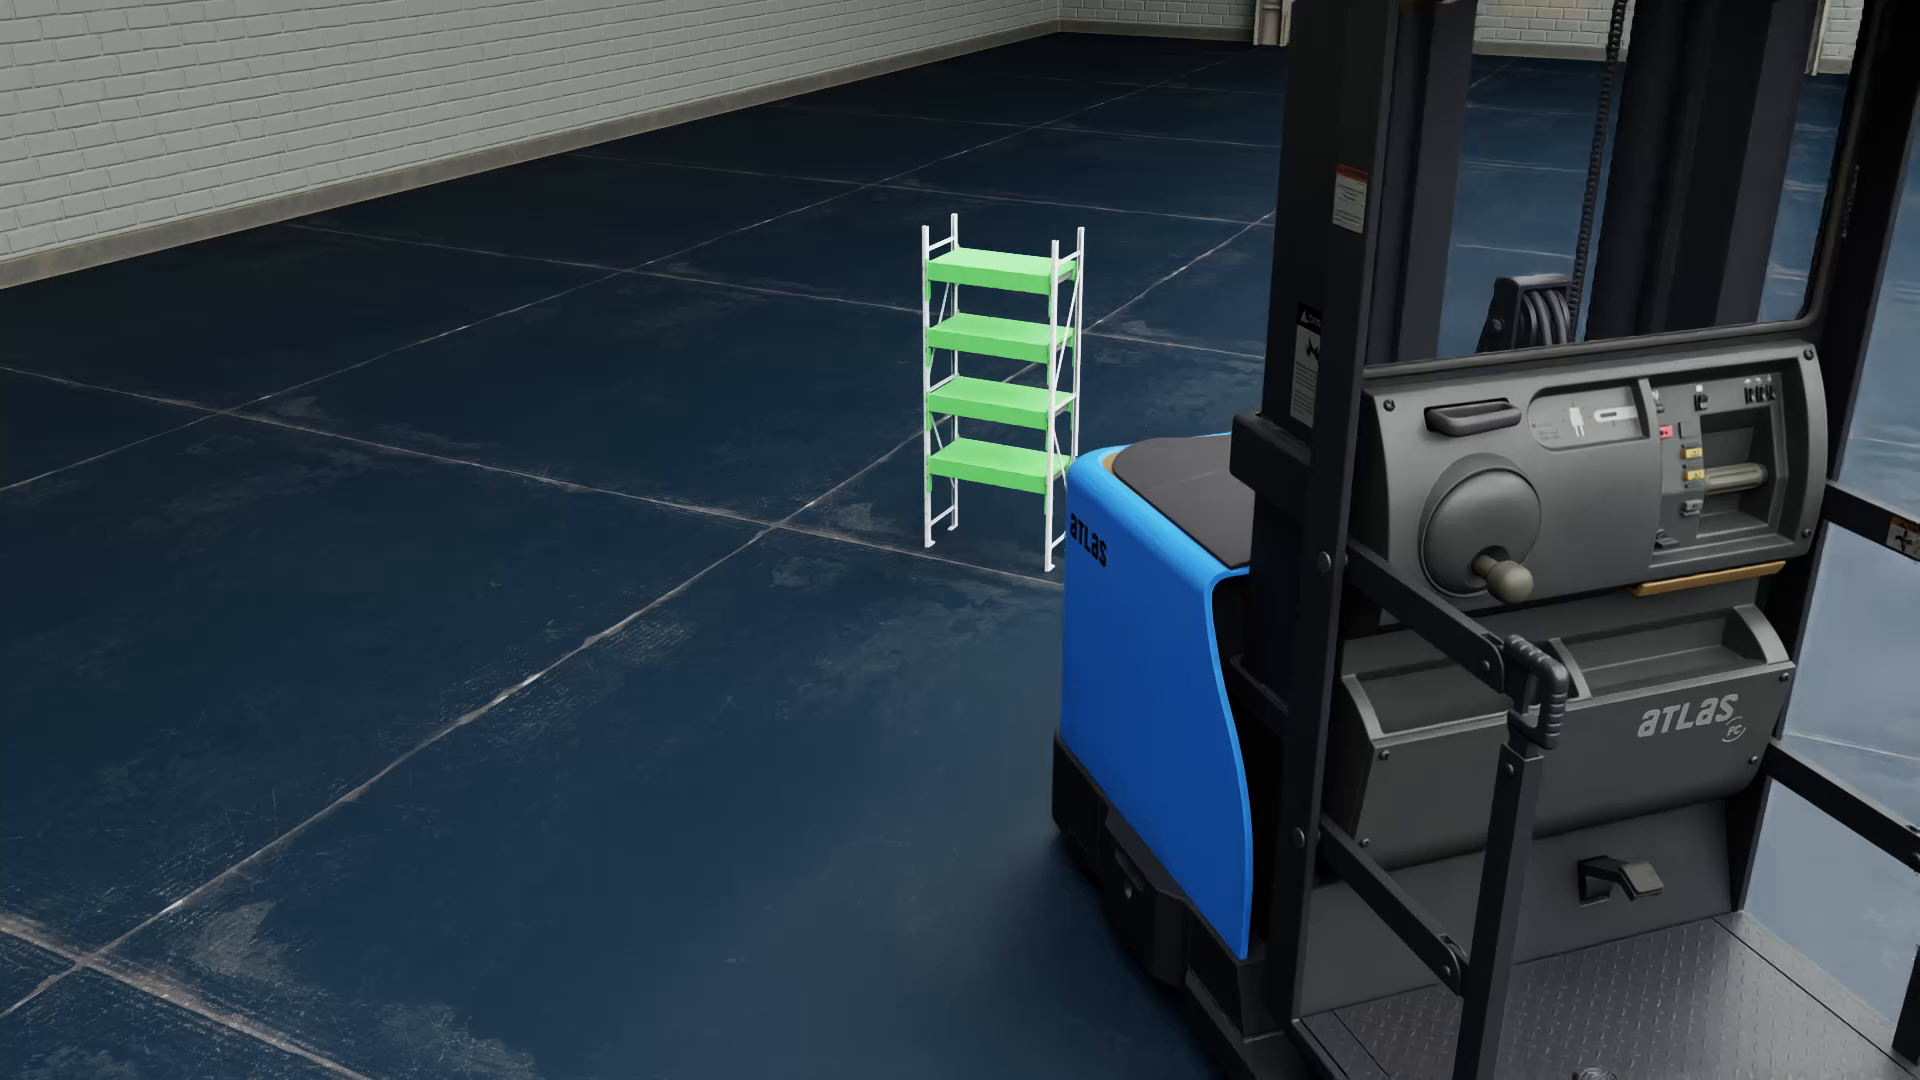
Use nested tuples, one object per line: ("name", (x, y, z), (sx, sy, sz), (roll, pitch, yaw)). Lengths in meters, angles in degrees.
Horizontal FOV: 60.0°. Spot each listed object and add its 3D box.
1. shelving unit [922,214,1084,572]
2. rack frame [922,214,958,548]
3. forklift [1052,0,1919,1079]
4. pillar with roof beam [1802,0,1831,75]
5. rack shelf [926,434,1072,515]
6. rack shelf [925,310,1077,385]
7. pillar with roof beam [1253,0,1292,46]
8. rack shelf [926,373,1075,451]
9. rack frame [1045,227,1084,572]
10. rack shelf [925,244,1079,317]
("shelving unit", (0.148, -0.523, 5.946), (0.503, 1.200, 0.258), (11, 25, 25))
("rack frame", (-0.070, -0.566, 6.048), (0.015, 1.200, 0.240), (11, 25, 25))
("forklift", (1.208, -0.096, 2.730), (1.130, 2.935, 3.031), (-8, 24, -18))
("pillar with roof beam", (7.330, -7.814, 13.126), (0.400, 9.000, 9.100), (11, 25, 25))
("rack shelf", (0.148, -0.243, 6.065), (0.480, 0.148, 0.258), (11, 25, 25))
("rack shelf", (0.148, -0.685, 5.878), (0.480, 0.148, 0.258), (11, 25, 25))
("pillar with roof beam", (1.976, -8.874, 15.617), (0.400, 9.000, 9.100), (11, 25, 25))
("rack shelf", (0.148, -0.464, 5.971), (0.480, 0.148, 0.258), (11, 25, 25))
("rack frame", (0.365, -0.480, 5.845), (0.015, 1.200, 0.240), (11, 25, 25))
("rack shelf", (0.148, -0.906, 5.784), (0.480, 0.148, 0.258), (11, 25, 25))
